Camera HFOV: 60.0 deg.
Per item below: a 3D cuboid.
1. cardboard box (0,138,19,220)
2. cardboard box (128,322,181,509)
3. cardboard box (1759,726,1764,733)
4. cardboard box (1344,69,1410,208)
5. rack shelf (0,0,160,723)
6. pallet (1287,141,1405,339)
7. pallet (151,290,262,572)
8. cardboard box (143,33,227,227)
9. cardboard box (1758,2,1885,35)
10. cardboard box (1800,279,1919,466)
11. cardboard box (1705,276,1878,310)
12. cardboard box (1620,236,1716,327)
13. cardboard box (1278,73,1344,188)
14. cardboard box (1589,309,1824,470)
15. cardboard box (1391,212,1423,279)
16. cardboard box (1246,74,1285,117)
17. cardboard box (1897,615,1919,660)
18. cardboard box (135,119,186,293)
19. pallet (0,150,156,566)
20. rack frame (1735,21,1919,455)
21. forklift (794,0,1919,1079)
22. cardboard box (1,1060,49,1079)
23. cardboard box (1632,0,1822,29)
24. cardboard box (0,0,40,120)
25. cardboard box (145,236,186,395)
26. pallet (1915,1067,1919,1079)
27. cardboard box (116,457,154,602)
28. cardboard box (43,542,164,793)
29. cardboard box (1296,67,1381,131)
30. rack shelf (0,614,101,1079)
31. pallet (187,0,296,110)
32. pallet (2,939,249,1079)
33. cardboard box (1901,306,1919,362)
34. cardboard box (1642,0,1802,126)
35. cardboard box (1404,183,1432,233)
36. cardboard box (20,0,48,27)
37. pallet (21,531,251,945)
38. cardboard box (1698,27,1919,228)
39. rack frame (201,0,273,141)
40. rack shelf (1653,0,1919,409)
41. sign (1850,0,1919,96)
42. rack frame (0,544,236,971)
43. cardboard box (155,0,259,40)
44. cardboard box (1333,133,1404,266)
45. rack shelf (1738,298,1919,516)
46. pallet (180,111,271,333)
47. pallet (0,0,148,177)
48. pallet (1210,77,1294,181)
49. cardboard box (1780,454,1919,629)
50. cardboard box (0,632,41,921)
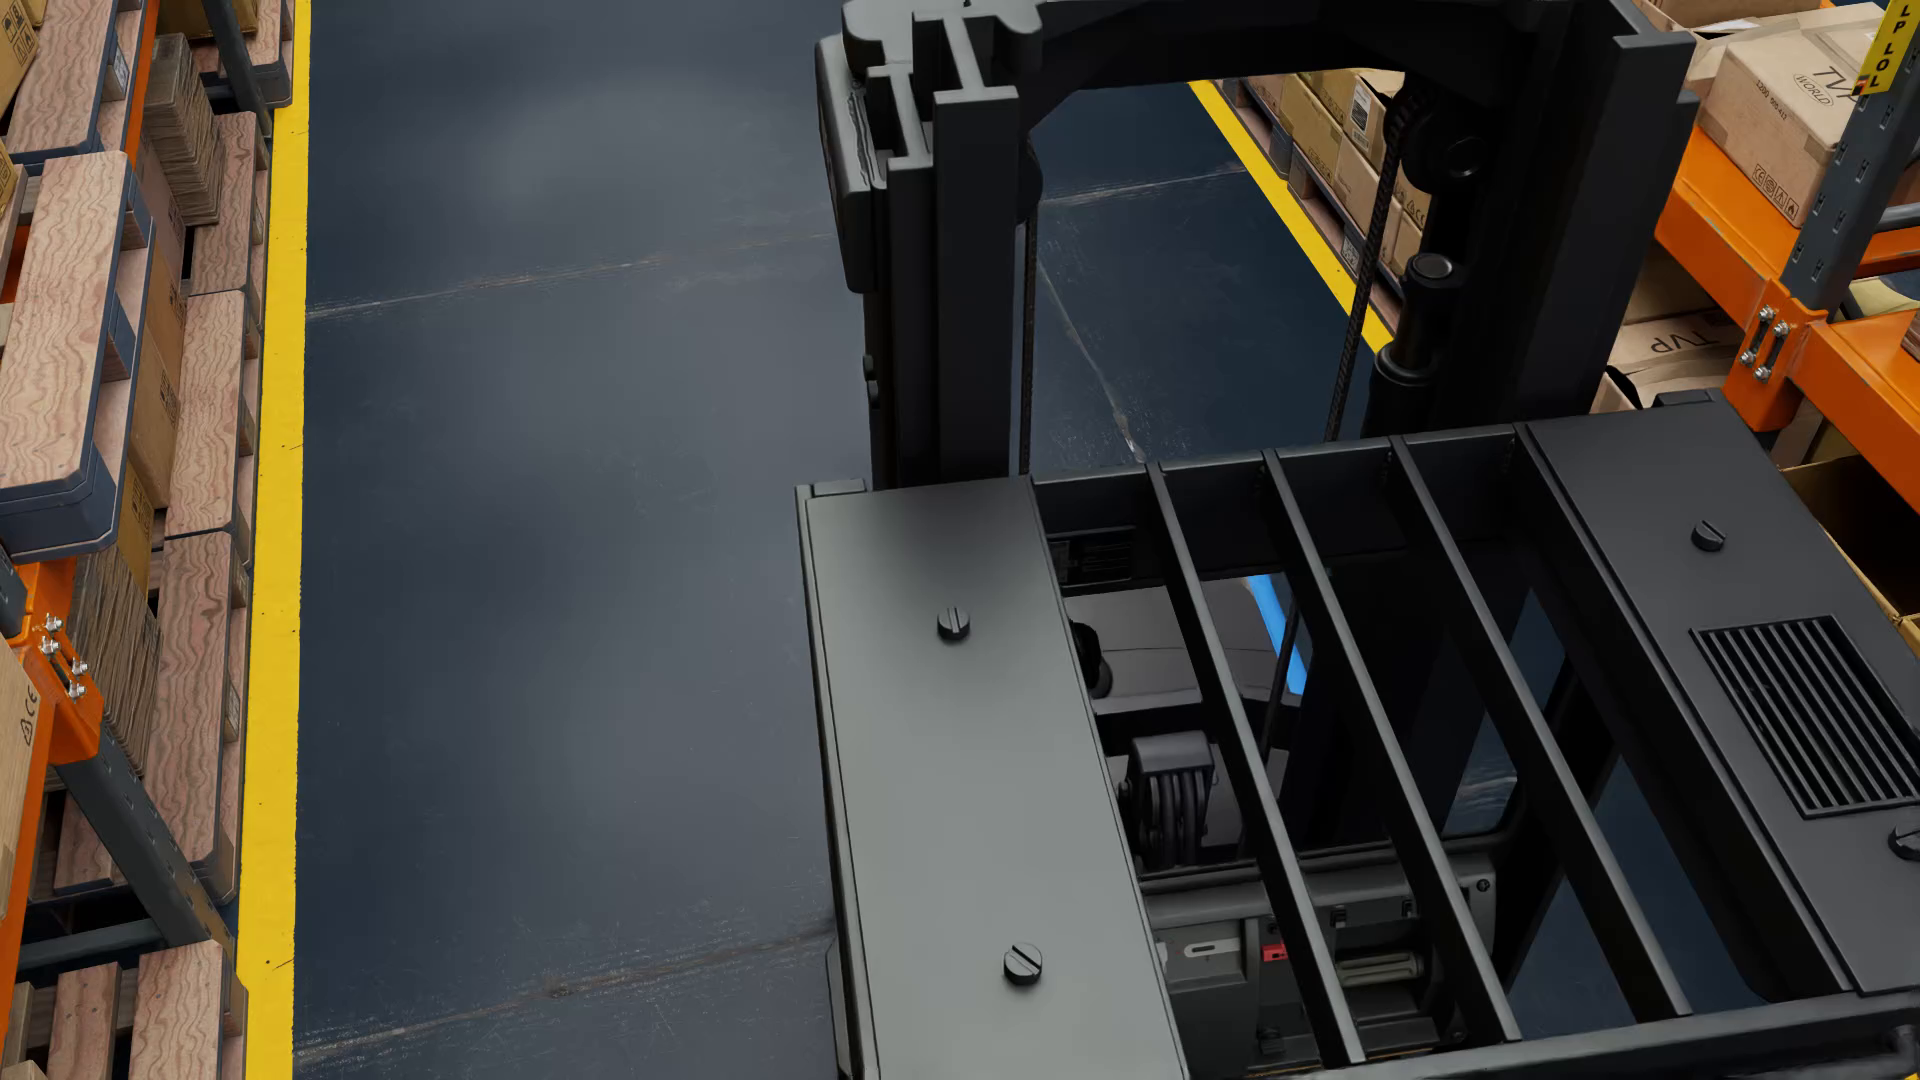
[{"bbox_3d":[-2.550,-0.825,3.580,0.700,0.500,0.500,-6,46,-6],"label":"cardboard box"},{"bbox_3d":[-2.793,-0.383,4.967,0.700,0.500,0.500,-10,46,-10],"label":"cardboard box"},{"bbox_3d":[2.297,0.391,4.397,0.500,0.250,0.500,-11,47,-10],"label":"cardboard box"},{"bbox_3d":[1.701,-1.458,5.818,0.500,0.311,0.500,-11,47,-11],"label":"cardboard box"},{"bbox_3d":[-2.828,-1.020,4.653,1.077,0.370,4.000,-11,47,-10],"label":"rack shelf"},{"bbox_3d":[1.929,-1.169,6.248,1.003,0.211,1.213,-11,47,-10],"label":"pallet"},{"bbox_3d":[-2.833,-0.297,5.393,1.003,0.211,1.213,-11,47,-10],"label":"pallet"},{"bbox_3d":[-3.106,-1.445,6.008,0.700,0.500,0.500,-10,46,-10],"label":"cardboard box"},{"bbox_3d":[2.442,-1.361,4.659,0.380,0.149,0.250,-11,47,-10],"label":"cardboard box"},{"bbox_3d":[2.606,-0.511,4.890,0.500,0.311,0.500,-11,47,-10],"label":"cardboard box"},{"bbox_3d":[2.483,-0.858,5.229,0.500,0.311,0.500,-11,47,-11],"label":"cardboard box"},{"bbox_3d":[1.951,-0.766,5.139,0.500,0.311,0.500,-10,46,-9],"label":"cardboard box"},{"bbox_3d":[1.566,-1.626,6.374,0.500,0.250,0.500,-12,47,-11],"label":"cardboard box"},{"bbox_3d":[2.091,-0.408,4.788,0.500,0.311,0.500,-11,47,-10],"label":"cardboard box"},{"bbox_3d":[1.826,-0.920,5.683,0.500,0.250,0.500,-10,46,-9],"label":"cardboard box"},{"bbox_3d":[1.427,-1.984,6.725,0.500,0.250,0.500,-12,47,-11],"label":"cardboard box"},{"bbox_3d":[2.423,0.474,3.791,0.500,0.500,0.500,-11,47,-10],"label":"cardboard box"},{"bbox_3d":[-3.086,-1.068,5.638,0.700,0.500,0.500,-11,47,-10],"label":"cardboard box"},{"bbox_3d":[-2.371,-0.379,3.655,1.003,0.211,1.213,-11,47,-10],"label":"pallet"},{"bbox_3d":[2.471,-0.800,3.933,1.000,3.000,0.127,-11,47,-10],"label":"rack frame"},{"bbox_3d":[0.399,0.815,2.399,1.130,2.935,3.031,-6,46,-6],"label":"forklift"},{"bbox_3d":[-2.150,1.310,3.542,0.380,0.166,0.250,-16,48,-15],"label":"cardboard box"},{"bbox_3d":[2.156,-1.732,4.777,0.500,0.500,0.500,-8,46,-7],"label":"cardboard box"},{"bbox_3d":[-2.749,-1.274,4.020,0.700,0.500,0.500,-5,46,-5],"label":"cardboard box"},{"bbox_3d":[-2.932,-0.730,5.307,0.700,0.500,0.500,-11,47,-11],"label":"cardboard box"},{"bbox_3d":[2.634,0.733,4.384,1.003,0.211,1.213,-11,47,-10],"label":"pallet"},{"bbox_3d":[-2.702,-0.023,4.615,0.700,0.500,0.500,-12,47,-11],"label":"cardboard box"},{"bbox_3d":[-2.521,0.324,4.274,0.700,0.500,0.500,-9,46,-9],"label":"cardboard box"},{"bbox_3d":[1.569,-1.813,6.165,0.500,0.311,0.500,-12,47,-11],"label":"cardboard box"},{"bbox_3d":[-1.804,1.741,1.947,1.077,0.370,4.000,-11,47,-10],"label":"rack shelf"},{"bbox_3d":[-3.469,-2.235,7.293,1.003,0.211,1.213,-11,47,-10],"label":"pallet"},{"bbox_3d":[-2.110,1.542,3.591,1.003,0.211,1.213,-11,47,-10],"label":"pallet"},{"bbox_3d":[2.591,-0.529,3.599,0.700,0.500,0.500,-12,47,-11],"label":"cardboard box"},{"bbox_3d":[2.069,-1.326,4.543,0.396,0.266,0.258,-12,47,-11],"label":"cardboard box"},{"bbox_3d":[1.826,-1.111,5.477,0.500,0.311,0.500,-11,47,-10],"label":"cardboard box"},{"bbox_3d":[-2.870,-1.663,4.402,0.700,0.500,0.500,-11,47,-10],"label":"cardboard box"},{"bbox_3d":[-2.517,0.547,4.566,1.003,0.211,1.213,-11,47,-10],"label":"pallet"},{"bbox_3d":[2.303,-1.079,4.312,0.500,0.250,0.500,-8,46,-8],"label":"cardboard box"},{"bbox_3d":[-3.340,-2.653,5.750,1.000,3.000,0.127,-11,47,-10],"label":"rack frame"},{"bbox_3d":[1.959,-1.929,5.544,1.077,0.370,4.000,-11,47,-10],"label":"rack shelf"},{"bbox_3d":[1.949,-1.071,3.444,0.100,0.325,0.005,-11,47,-10],"label":"sign"},{"bbox_3d":[-2.316,0.109,3.043,1.000,3.000,0.127,-11,47,-10],"label":"rack frame"},{"bbox_3d":[-3.402,-2.579,6.889,0.750,0.750,0.750,-11,47,-11],"label":"cardboard box"},{"bbox_3d":[1.697,-1.272,6.027,0.500,0.250,0.500,-10,46,-10],"label":"cardboard box"},{"bbox_3d":[2.983,0.833,2.837,1.077,0.370,4.000,-11,47,-10],"label":"rack shelf"},{"bbox_3d":[-3.142,-1.137,6.217,1.003,0.211,1.213,-11,47,-10],"label":"pallet"},{"bbox_3d":[-2.794,-1.227,4.486,1.003,0.211,1.213,-11,47,-10],"label":"pallet"},{"bbox_3d":[1.620,-2.010,7.072,1.003,0.211,1.213,-11,47,-10],"label":"pallet"},{"bbox_3d":[2.287,0.131,4.128,0.500,0.500,0.500,-11,47,-10],"label":"cardboard box"},{"bbox_3d":[-1.902,0.426,2.824,0.500,0.250,0.500,-11,47,-10],"label":"cardboard box"}]
